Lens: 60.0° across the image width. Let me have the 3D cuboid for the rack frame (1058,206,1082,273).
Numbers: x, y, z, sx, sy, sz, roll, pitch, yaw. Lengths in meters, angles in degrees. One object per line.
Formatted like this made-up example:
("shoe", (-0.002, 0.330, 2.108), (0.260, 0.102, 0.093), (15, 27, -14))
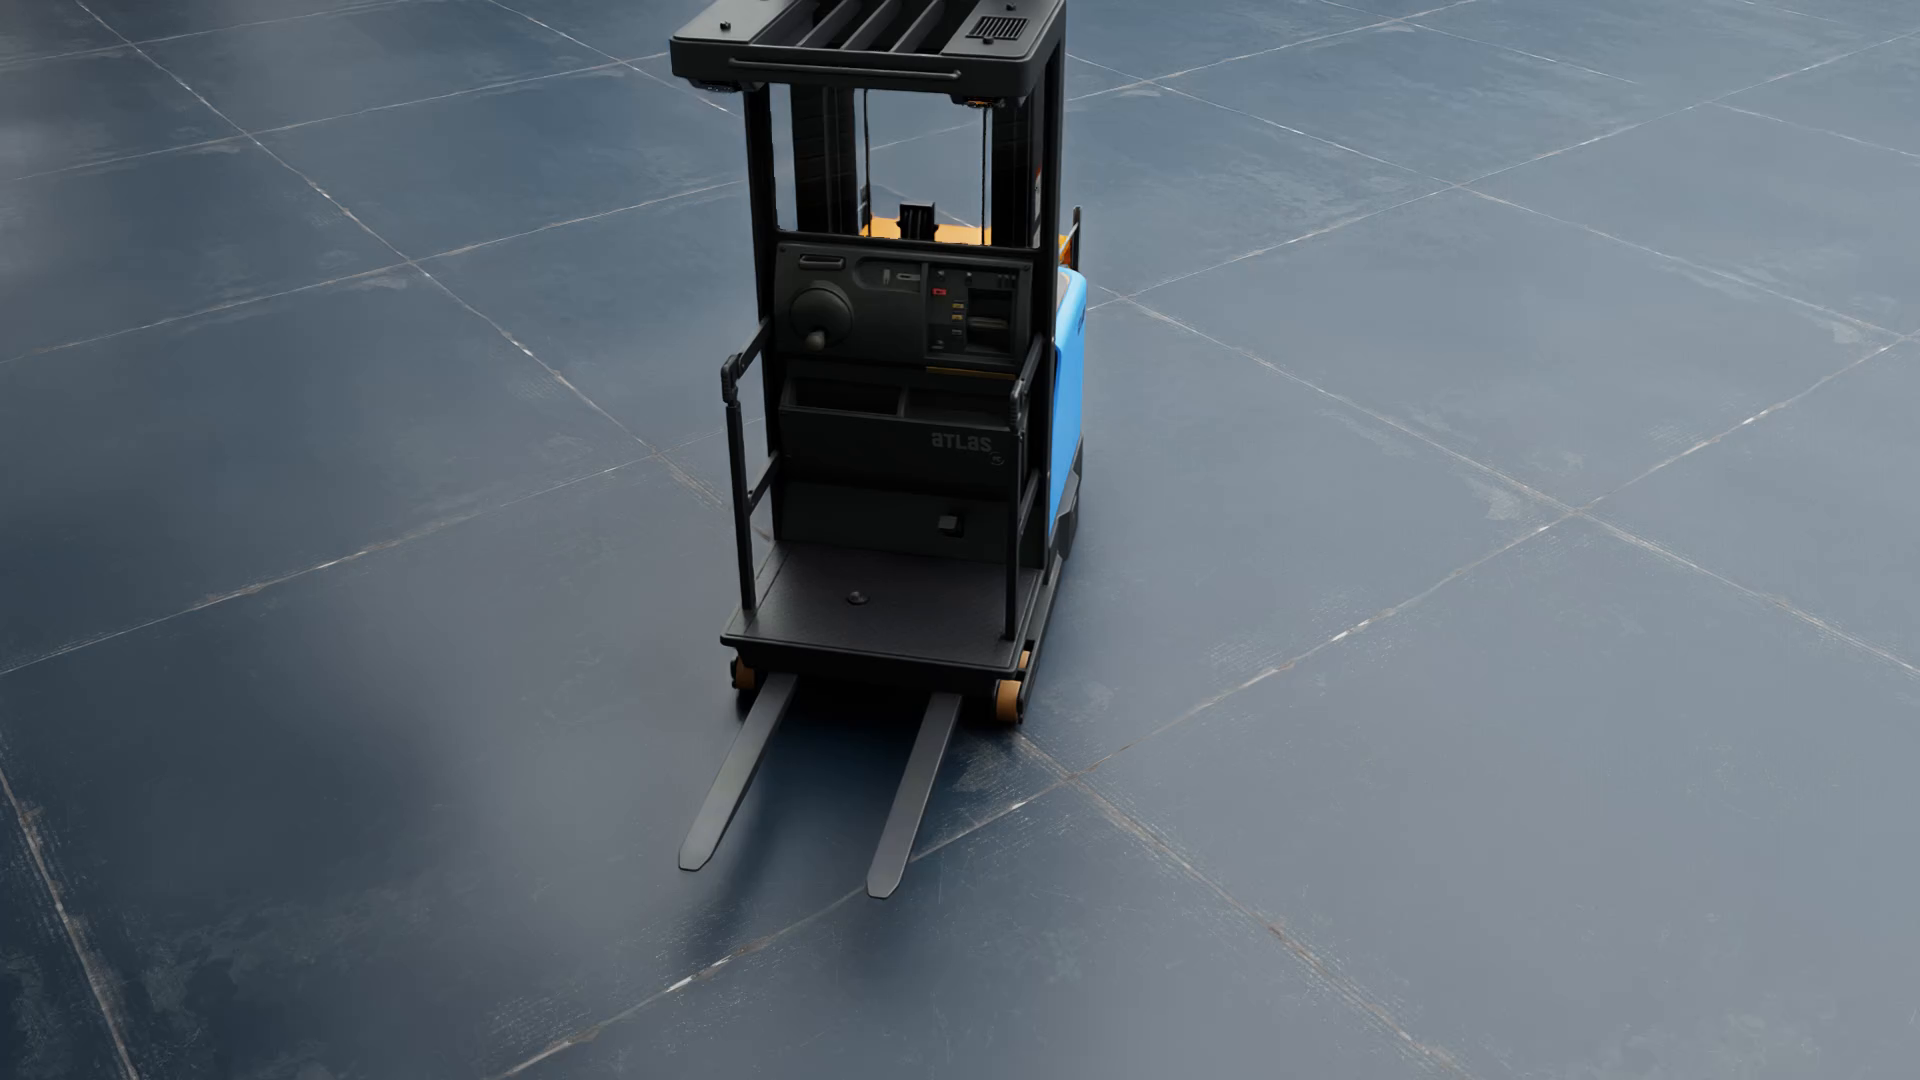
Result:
("rack frame", (0.473, -0.914, 7.656), (0.032, 1.125, 0.500), (8, 33, 13))

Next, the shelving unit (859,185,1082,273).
("shelving unit", (-0.016, -0.986, 7.772), (1.048, 1.125, 0.538), (8, 33, 13))

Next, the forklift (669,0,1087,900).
("forklift", (-0.247, -0.780, 5.728), (1.130, 2.935, 3.031), (6, 32, 10))

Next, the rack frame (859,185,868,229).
("rack frame", (-0.506, -1.059, 7.888), (0.032, 1.125, 0.500), (8, 33, 13))

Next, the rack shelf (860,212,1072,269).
("rack shelf", (-0.016, -1.235, 7.618), (1.000, 0.278, 0.538), (8, 33, 13))
